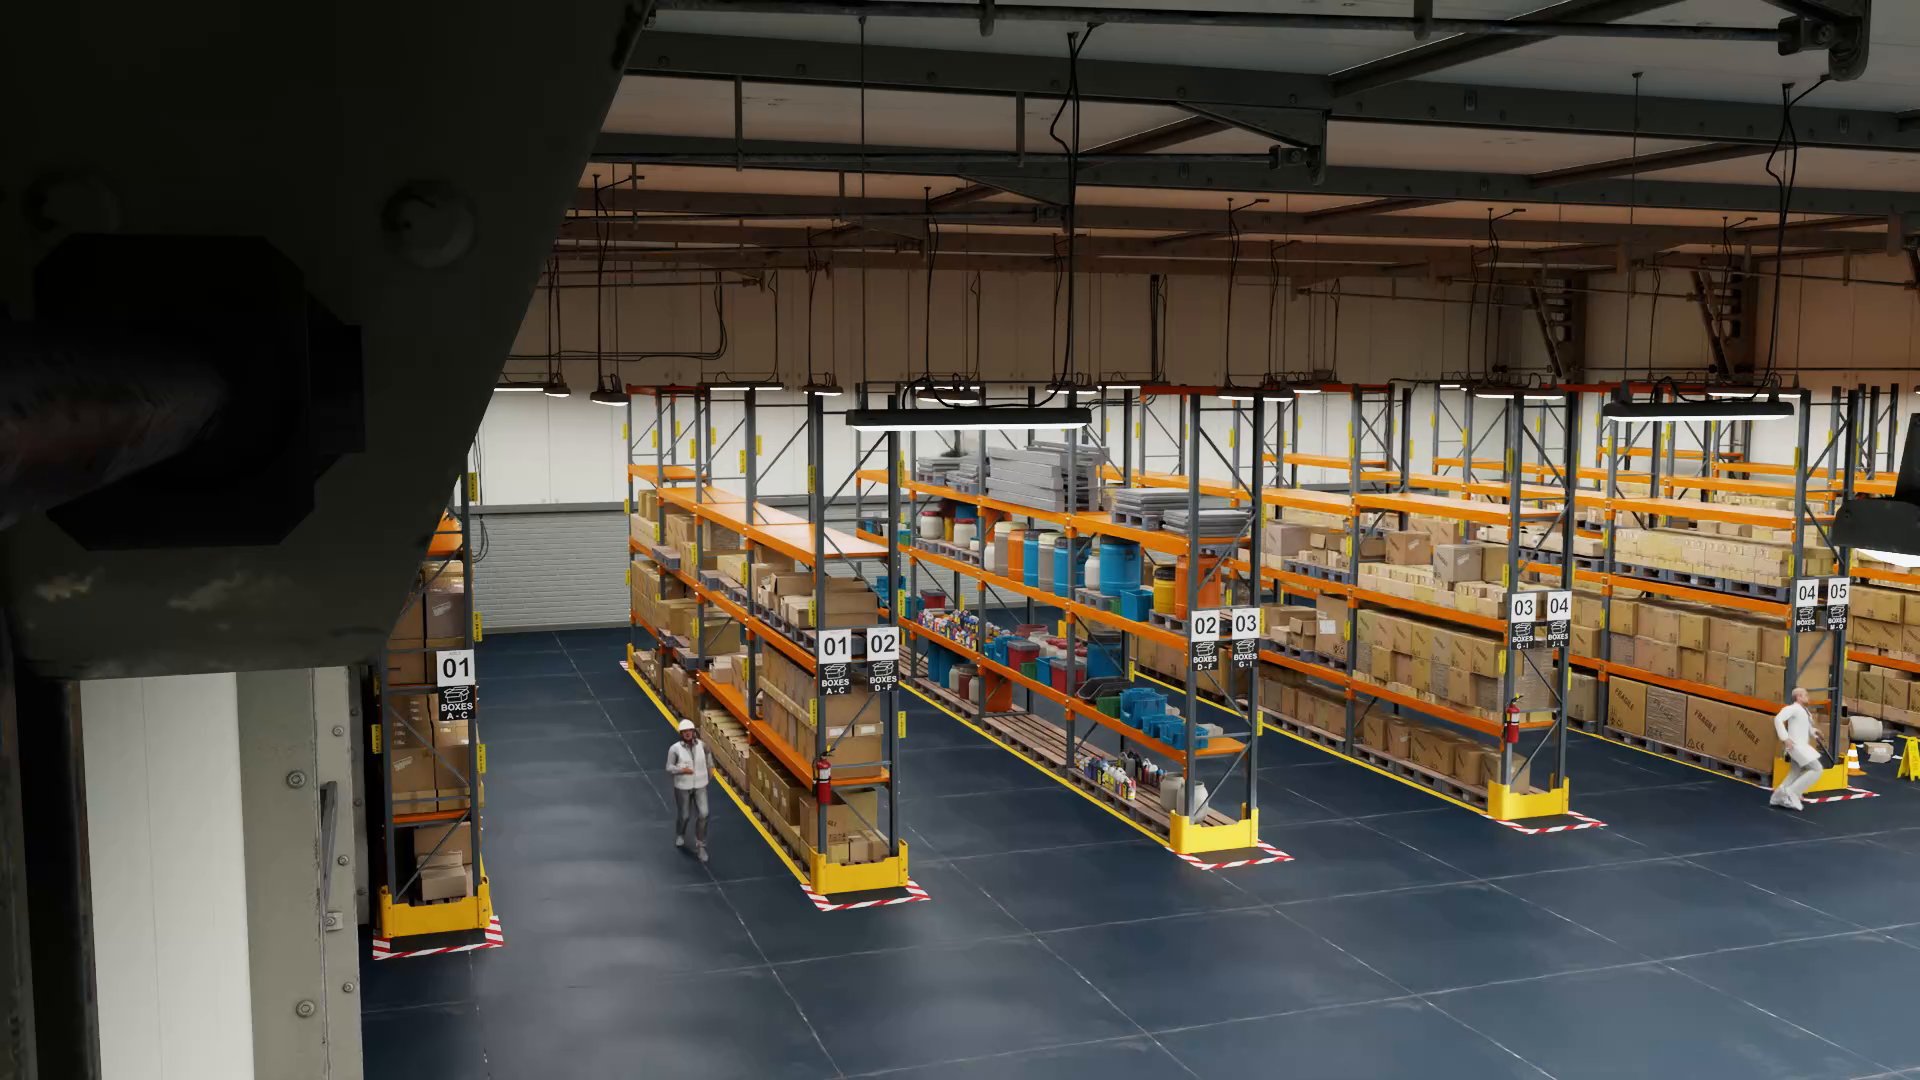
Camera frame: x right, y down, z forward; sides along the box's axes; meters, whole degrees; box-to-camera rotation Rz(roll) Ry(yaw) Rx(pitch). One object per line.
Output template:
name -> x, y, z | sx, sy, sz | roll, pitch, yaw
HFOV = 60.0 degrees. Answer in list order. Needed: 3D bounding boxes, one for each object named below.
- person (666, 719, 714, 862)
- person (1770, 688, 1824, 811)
person -> -3.503, 3.233, 21.673 | 0.661, 1.809, 0.822 | -2, 6, -22
person -> 12.074, 2.994, 23.942 | 0.670, 1.710, 0.710 | 3, 7, 30
